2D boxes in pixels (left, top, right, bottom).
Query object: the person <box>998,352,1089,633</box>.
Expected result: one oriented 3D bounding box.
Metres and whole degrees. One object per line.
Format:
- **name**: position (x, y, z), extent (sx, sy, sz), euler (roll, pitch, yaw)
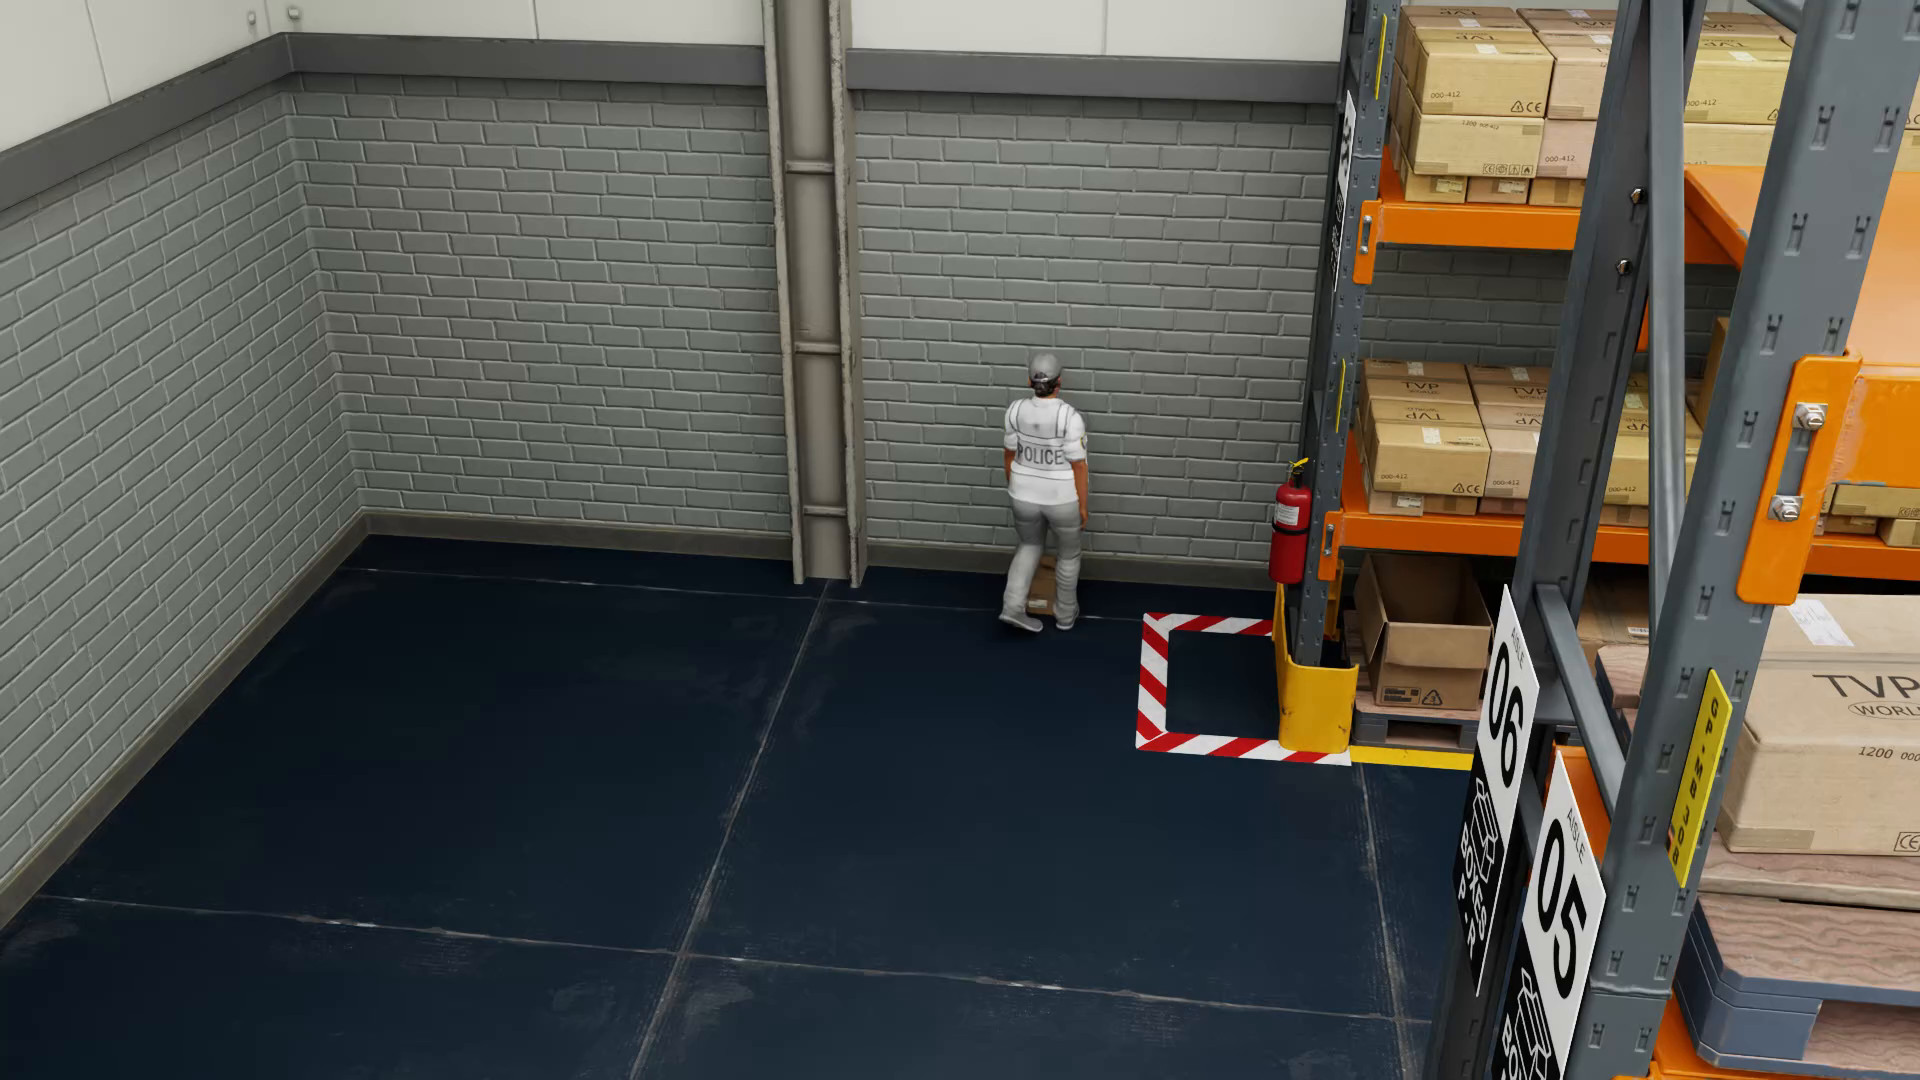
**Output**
- **person**: position (0.483, -0.247, 9.056), extent (0.491, 1.651, 0.528), euler (12, 31, 20)
